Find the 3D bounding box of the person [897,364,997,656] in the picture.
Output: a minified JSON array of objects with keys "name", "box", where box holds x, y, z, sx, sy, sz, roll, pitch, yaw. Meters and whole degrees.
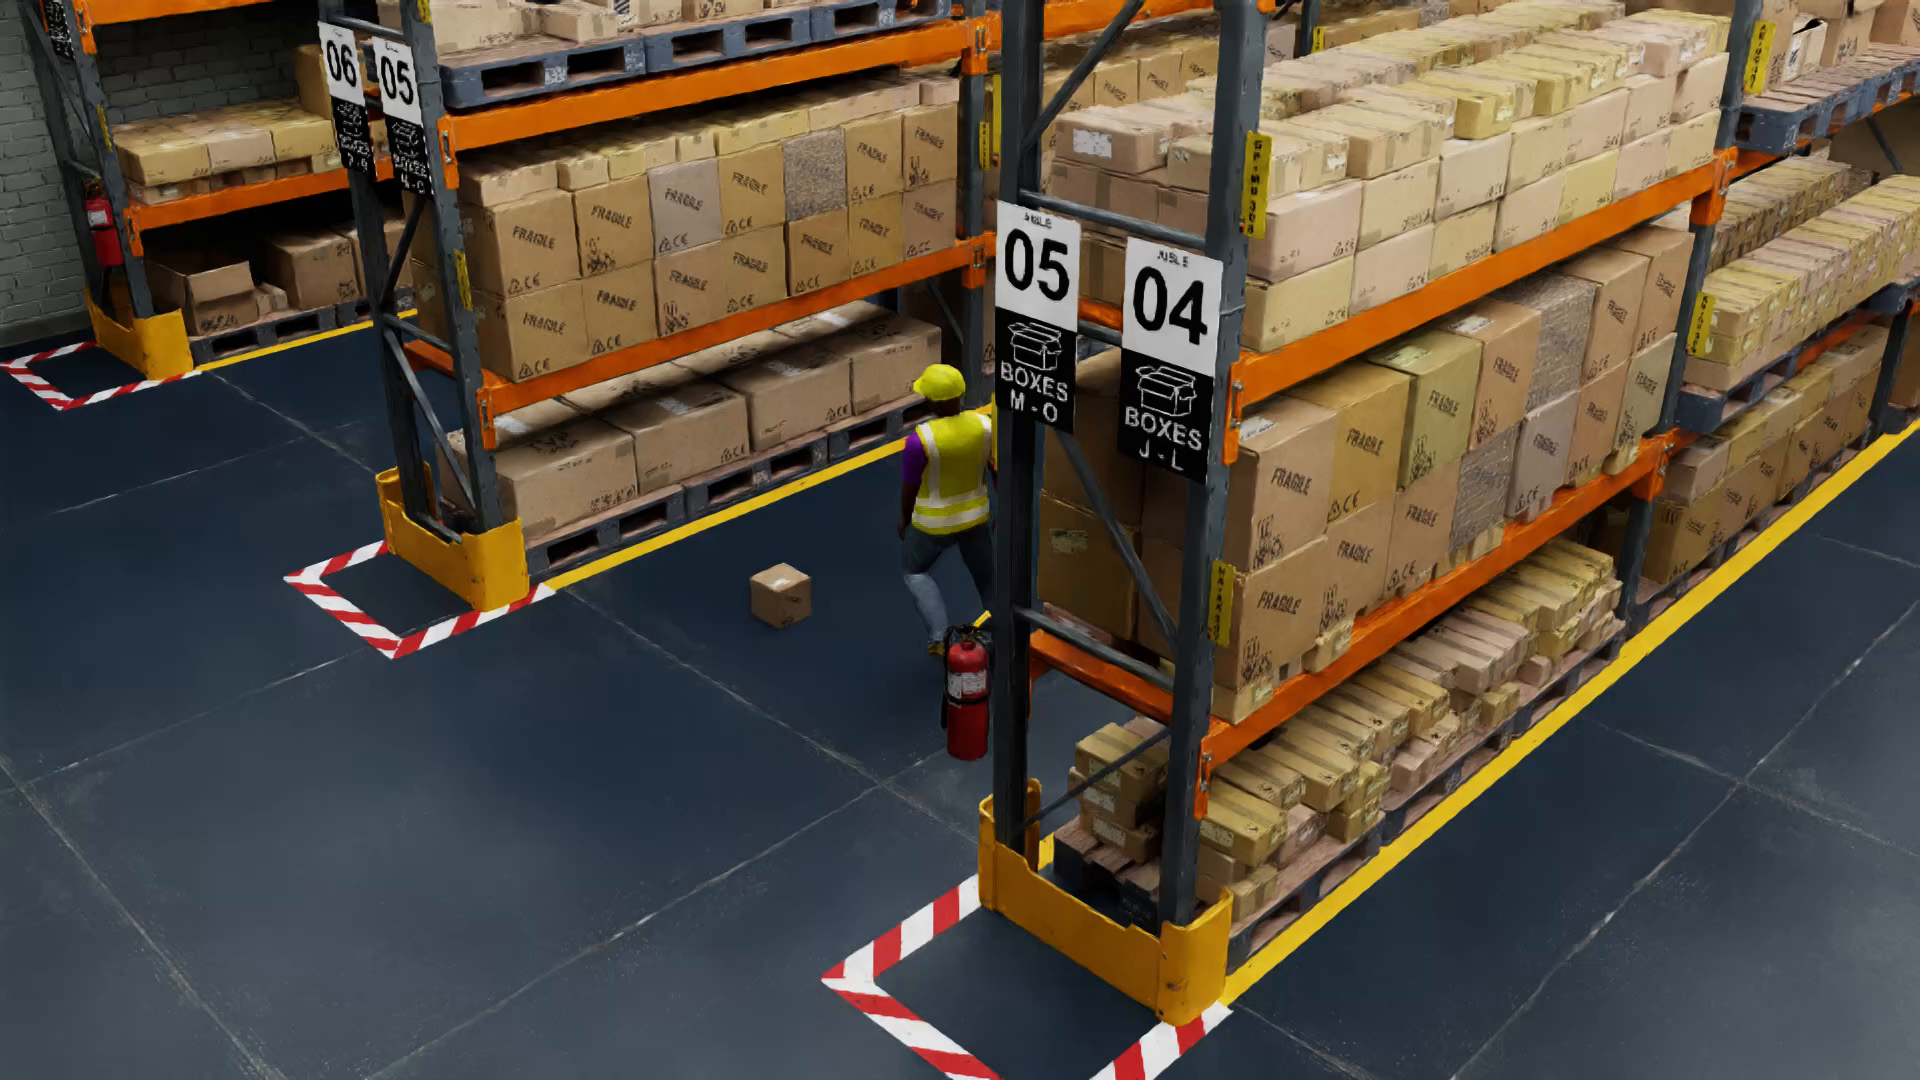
[{"name":"person","box":[0.012,-0.123,8.820,0.691,1.738,0.488,-14,31,-24]}]
